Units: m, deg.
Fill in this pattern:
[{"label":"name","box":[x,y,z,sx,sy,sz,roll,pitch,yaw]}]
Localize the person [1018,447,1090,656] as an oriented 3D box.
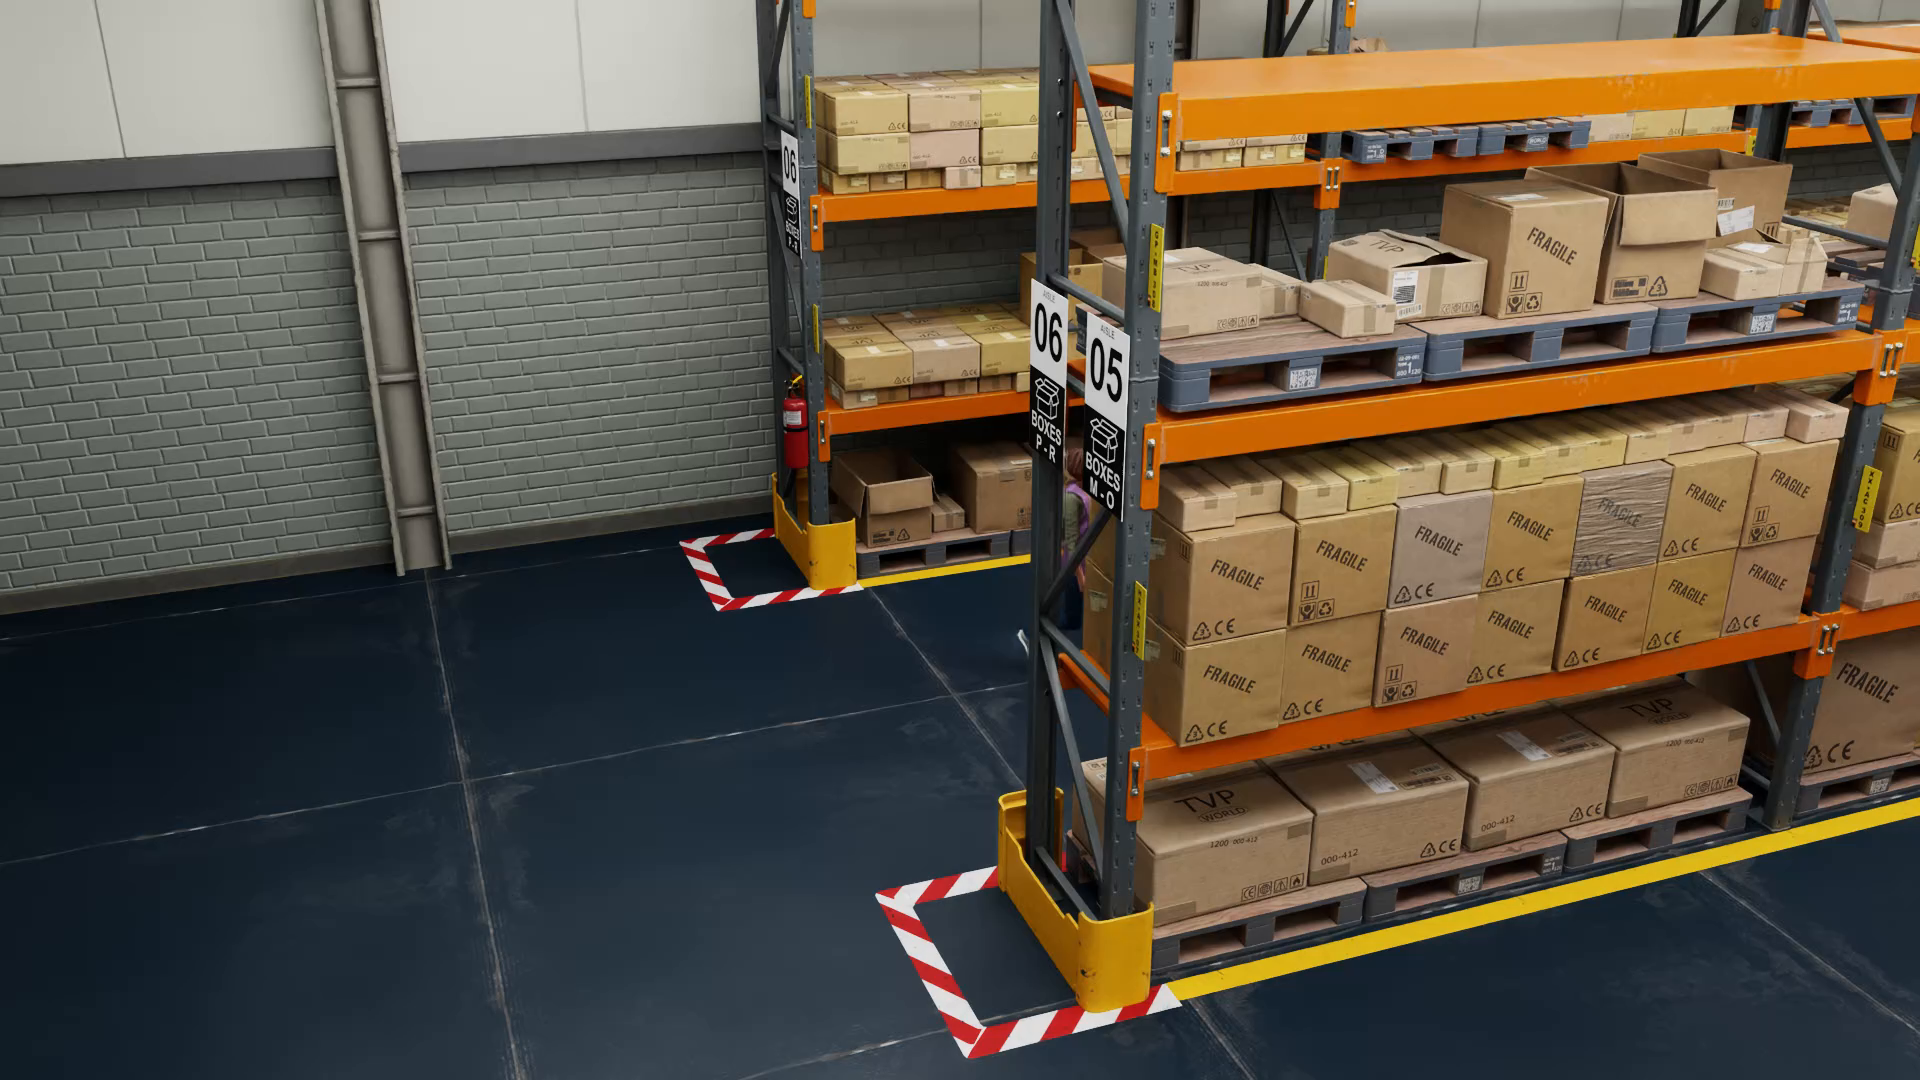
[{"label":"person","box":[0.750,0.151,10.438,0.803,1.568,0.411,16,27,32]}]
